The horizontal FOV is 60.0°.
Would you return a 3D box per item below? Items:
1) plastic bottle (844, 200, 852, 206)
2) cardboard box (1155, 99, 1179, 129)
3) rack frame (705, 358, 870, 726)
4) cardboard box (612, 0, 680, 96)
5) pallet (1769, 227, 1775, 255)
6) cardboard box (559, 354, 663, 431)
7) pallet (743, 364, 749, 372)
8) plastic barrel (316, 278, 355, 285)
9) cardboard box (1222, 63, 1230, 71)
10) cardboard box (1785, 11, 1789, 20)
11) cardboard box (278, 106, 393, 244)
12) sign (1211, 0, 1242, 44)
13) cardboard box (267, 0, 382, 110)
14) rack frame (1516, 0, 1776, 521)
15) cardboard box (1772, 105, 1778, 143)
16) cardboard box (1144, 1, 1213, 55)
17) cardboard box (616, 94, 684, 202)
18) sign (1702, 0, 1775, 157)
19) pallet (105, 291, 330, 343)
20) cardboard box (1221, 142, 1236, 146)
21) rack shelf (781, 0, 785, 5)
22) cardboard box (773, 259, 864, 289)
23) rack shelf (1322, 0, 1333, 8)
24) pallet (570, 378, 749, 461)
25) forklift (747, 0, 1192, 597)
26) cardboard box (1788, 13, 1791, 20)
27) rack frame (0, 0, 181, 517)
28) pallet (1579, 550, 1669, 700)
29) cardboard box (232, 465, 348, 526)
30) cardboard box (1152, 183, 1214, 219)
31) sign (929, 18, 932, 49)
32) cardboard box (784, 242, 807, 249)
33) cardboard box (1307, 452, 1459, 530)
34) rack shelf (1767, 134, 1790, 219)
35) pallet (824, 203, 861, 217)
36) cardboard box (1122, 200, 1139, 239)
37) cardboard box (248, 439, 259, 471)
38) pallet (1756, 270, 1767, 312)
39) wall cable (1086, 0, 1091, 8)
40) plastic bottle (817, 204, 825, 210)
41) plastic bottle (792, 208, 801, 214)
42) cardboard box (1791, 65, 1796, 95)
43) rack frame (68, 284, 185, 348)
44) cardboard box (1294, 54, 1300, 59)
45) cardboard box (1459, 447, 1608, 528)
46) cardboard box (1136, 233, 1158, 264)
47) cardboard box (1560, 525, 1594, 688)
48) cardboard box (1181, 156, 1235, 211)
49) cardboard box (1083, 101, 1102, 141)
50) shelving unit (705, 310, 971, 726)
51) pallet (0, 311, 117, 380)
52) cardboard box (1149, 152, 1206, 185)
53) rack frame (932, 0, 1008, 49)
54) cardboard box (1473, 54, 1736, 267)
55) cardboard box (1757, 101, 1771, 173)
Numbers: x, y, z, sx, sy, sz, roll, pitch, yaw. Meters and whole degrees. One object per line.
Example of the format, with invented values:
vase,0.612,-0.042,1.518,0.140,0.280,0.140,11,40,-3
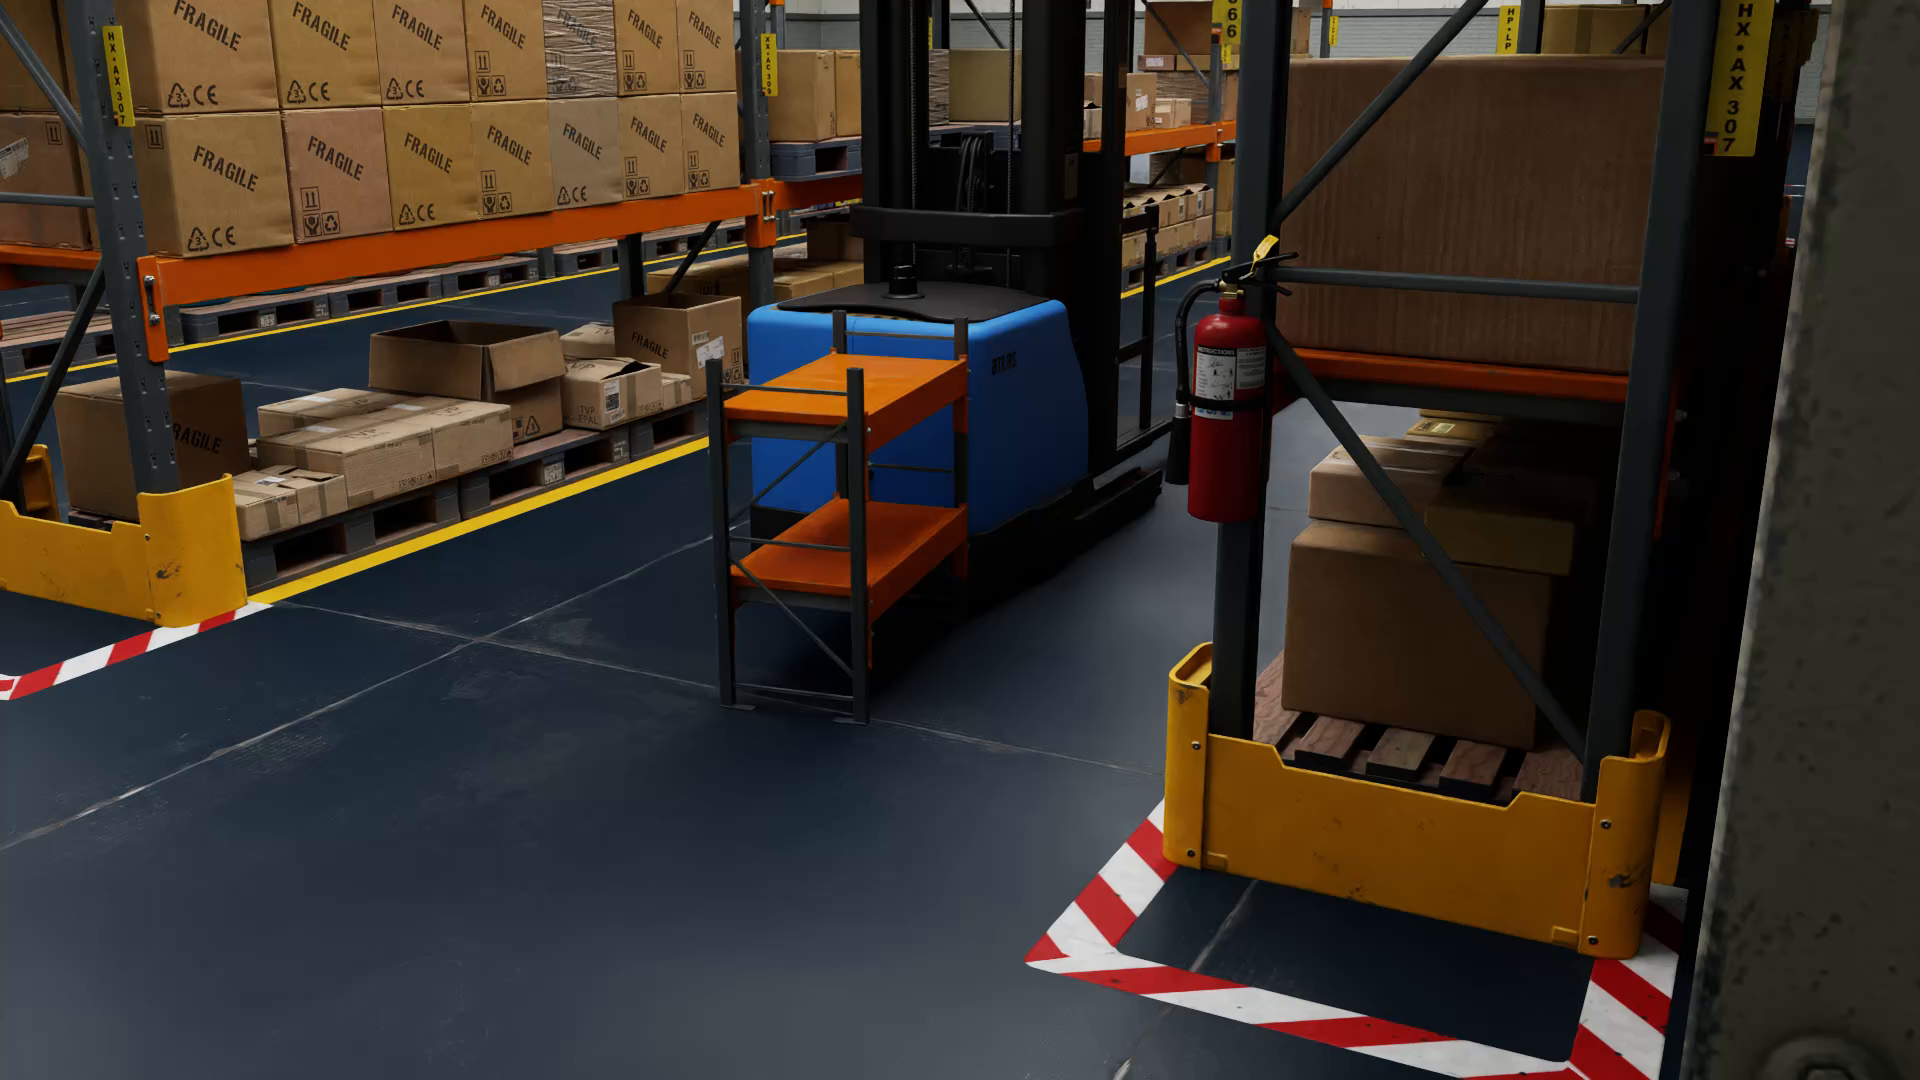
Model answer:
plastic bottle,-1.376,-4.149,19.712,0.144,0.351,0.185,8,18,25
cardboard box,1.819,-3.955,15.419,0.396,0.266,0.258,8,18,24
rack frame,-0.525,0.015,5.107,0.500,1.125,0.032,5,17,17
cardboard box,-1.748,-2.464,8.230,0.500,0.500,0.500,8,18,24
pallet,7.840,-3.098,17.194,1.003,0.211,1.213,8,18,25
cardboard box,-1.863,-0.779,8.438,0.500,0.311,0.500,8,18,25
pallet,-1.197,-1.105,10.482,1.003,0.211,1.213,8,18,25
plastic barrel,-5.050,-2.319,13.303,0.421,0.512,0.421,0,17,0
cardboard box,2.453,-4.734,16.488,0.380,0.149,0.250,8,18,26
cardboard box,4.256,-2.768,9.136,0.500,0.250,0.500,8,18,24
cardboard box,-2.654,-1.470,6.639,0.500,0.500,0.500,8,18,25
sign,0.640,-1.322,3.868,0.100,0.325,0.005,8,18,25
cardboard box,-2.653,-1.951,6.504,0.500,0.500,0.500,8,18,26
rack frame,2.906,-1.600,7.253,1.000,3.000,0.127,8,18,25
cardboard box,4.482,-2.538,9.679,0.500,0.500,0.500,8,18,25
cardboard box,2.240,-5.051,16.416,0.700,0.500,0.500,8,18,26
cardboard box,-1.750,-1.986,8.376,0.500,0.500,0.500,9,19,27
sign,1.613,-0.962,3.445,0.100,0.325,0.005,8,18,25
pallet,-5.575,-1.715,12.537,1.003,0.211,1.213,8,18,25
cardboard box,3.175,-4.293,19.093,0.500,0.500,0.500,8,18,25
rack shelf,-1.488,-6.501,19.748,1.077,0.370,4.000,8,18,25
cardboard box,-0.865,-1.472,10.437,0.500,0.500,0.500,8,18,26
rack shelf,2.941,-5.870,17.623,1.077,0.370,4.000,8,18,25
pallet,-1.835,-0.718,9.180,1.003,0.211,1.213,8,18,25
forklift,0.283,-1.565,7.255,1.130,2.935,3.031,8,18,26
cardboard box,4.488,-2.899,9.574,0.500,0.250,0.500,7,18,24
rack frame,-3.314,-1.211,5.941,1.000,3.000,0.127,8,18,25
pallet,1.953,0.232,5.981,1.003,0.211,1.213,8,18,25
cardboard box,-2.708,-0.190,6.708,0.380,0.166,0.250,8,18,25
cardboard box,2.123,-3.280,16.014,0.500,0.311,0.500,8,18,25
sign,-0.238,-3.873,12.872,0.100,0.325,0.005,8,18,25
cardboard box,-0.885,-1.787,11.498,0.500,0.500,0.500,7,18,24
cardboard box,1.237,-0.142,4.857,0.380,0.149,0.250,8,18,25
rack shelf,5.587,-2.784,12.501,1.077,0.370,4.000,8,18,25
pallet,-1.501,-4.039,20.362,1.003,0.211,1.213,8,18,25
cardboard box,1.214,-2.761,14.267,0.500,0.311,0.500,8,18,24
cardboard box,-3.030,-0.325,7.162,0.380,0.166,0.250,8,18,25
pallet,6.134,-2.103,13.842,1.003,0.211,1.213,8,18,25
wall cable,4.940,-19.894,52.335,2.305,6.003,0.169,8,18,25
plastic bottle,-1.650,-3.992,19.186,0.144,0.351,0.185,9,19,27
plastic bottle,-1.847,-3.827,18.768,0.097,0.271,0.097,0,17,0
cardboard box,8.248,-4.807,16.960,0.500,0.500,0.500,8,18,25
rack frame,-5.957,-2.861,11.496,1.000,3.000,0.127,8,18,25
cardboard box,3.605,-5.391,18.702,0.380,0.149,0.250,8,18,25
cardboard box,1.691,-0.158,4.911,0.380,0.149,0.250,8,18,26
cardboard box,1.437,-2.620,14.776,0.500,0.250,0.500,9,19,26
cardboard box,1.566,0.097,5.191,0.700,0.500,0.500,8,18,25
cardboard box,2.535,-3.588,16.721,0.500,0.500,0.500,8,18,25
cardboard box,0.833,-3.409,13.498,0.500,0.311,0.500,8,18,25
shelving unit,-0.370,-0.123,5.571,0.538,1.125,1.048,5,17,17
pallet,-6.251,-1.332,11.246,1.003,0.211,1.213,8,18,25
cardboard box,2.293,-3.782,17.372,0.500,0.500,0.500,8,18,25
rack frame,0.260,-3.248,12.802,1.000,3.000,0.127,8,18,25
cardboard box,2.318,-1.423,6.128,0.980,0.700,0.700,8,18,24
cardboard box,3.572,-2.019,7.931,0.500,0.500,0.500,8,18,26
